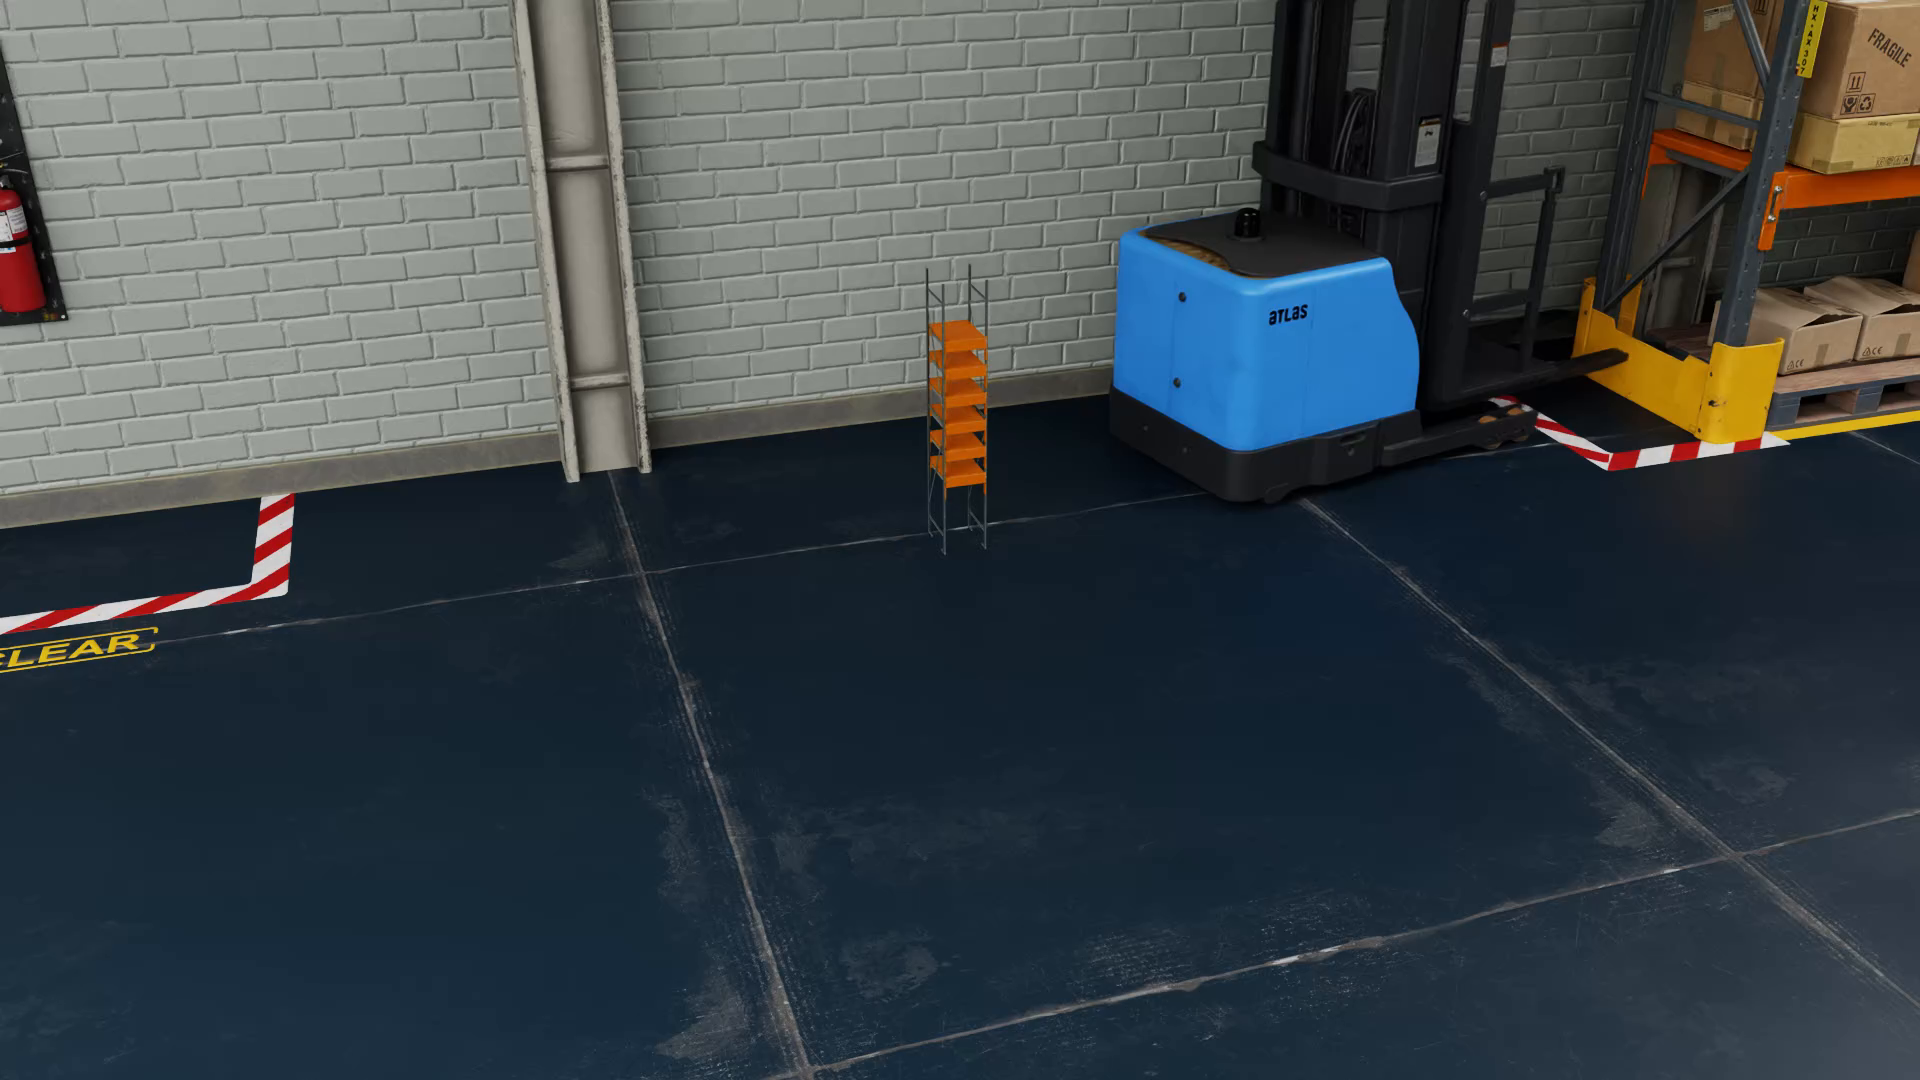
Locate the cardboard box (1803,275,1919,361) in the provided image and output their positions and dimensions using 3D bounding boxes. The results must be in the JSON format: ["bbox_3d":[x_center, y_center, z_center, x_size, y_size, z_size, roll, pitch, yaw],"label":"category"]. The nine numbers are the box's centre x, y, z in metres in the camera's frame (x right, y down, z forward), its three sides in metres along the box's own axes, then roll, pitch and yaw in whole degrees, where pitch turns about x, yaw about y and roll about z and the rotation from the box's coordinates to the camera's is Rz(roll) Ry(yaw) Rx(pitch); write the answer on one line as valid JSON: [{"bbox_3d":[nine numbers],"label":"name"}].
[{"bbox_3d":[4.838,-1.197,8.818,0.500,0.311,0.500,-6,27,-12],"label":"cardboard box"}]

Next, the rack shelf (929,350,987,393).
[{"bbox_3d":[-0.014,-0.711,6.892,0.180,0.103,0.258,-8,28,-16],"label":"rack shelf"}]

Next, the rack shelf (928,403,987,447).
[{"bbox_3d":[-0.014,-0.496,6.999,0.180,0.103,0.258,-8,28,-16],"label":"rack shelf"}]

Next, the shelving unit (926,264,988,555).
[{"bbox_3d":[-0.014,-0.535,6.979,0.189,1.200,0.258,-8,28,-16],"label":"shelving unit"}]

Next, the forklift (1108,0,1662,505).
[{"bbox_3d":[2.260,-1.940,7.862,3.031,2.935,1.130,-15,30,-27],"label":"forklift"}]

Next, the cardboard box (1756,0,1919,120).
[{"bbox_3d":[4.157,-2.285,7.783,0.500,0.500,0.500,-8,28,-16],"label":"cardboard box"}]

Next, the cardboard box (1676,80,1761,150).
[{"bbox_3d":[3.995,-2.157,8.368,0.500,0.250,0.500,-8,27,-15],"label":"cardboard box"}]

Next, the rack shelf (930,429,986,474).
[{"bbox_3d":[-0.014,-0.388,7.052,0.180,0.103,0.258,-8,28,-16],"label":"rack shelf"}]

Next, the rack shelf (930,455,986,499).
[{"bbox_3d":[-0.014,-0.281,7.106,0.180,0.103,0.258,-8,28,-16],"label":"rack shelf"}]

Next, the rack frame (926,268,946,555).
[{"bbox_3d":[-0.101,-0.523,6.954,0.006,1.200,0.240,-8,28,-16],"label":"rack frame"}]

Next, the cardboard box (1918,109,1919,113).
[{"bbox_3d":[4.630,-2.349,7.911,0.500,0.500,0.500,-8,28,-16],"label":"cardboard box"}]

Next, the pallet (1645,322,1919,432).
[{"bbox_3d":[4.466,-0.927,8.881,1.213,0.211,1.003,-8,28,-16],"label":"pallet"}]

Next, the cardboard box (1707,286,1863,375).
[{"bbox_3d":[4.296,-1.119,8.660,0.500,0.311,0.500,-12,29,-22],"label":"cardboard box"}]

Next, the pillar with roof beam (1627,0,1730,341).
[{"bbox_3d":[5.341,-3.398,3.975,0.400,9.000,9.100,-8,28,-16],"label":"pillar with roof beam"}]

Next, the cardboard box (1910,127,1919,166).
[{"bbox_3d":[4.662,-2.021,8.094,0.500,0.250,0.500,-9,28,-18],"label":"cardboard box"}]

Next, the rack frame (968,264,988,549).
[{"bbox_3d":[0.073,-0.548,7.005,0.006,1.200,0.240,-8,28,-16],"label":"rack frame"}]

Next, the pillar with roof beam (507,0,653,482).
[{"bbox_3d":[-0.364,-2.572,2.310,0.400,9.000,9.100,-8,28,-16],"label":"pillar with roof beam"}]

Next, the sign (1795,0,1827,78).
[{"bbox_3d":[3.779,-2.227,7.390,0.005,0.325,0.100,-8,28,-16],"label":"sign"}]

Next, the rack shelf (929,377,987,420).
[{"bbox_3d":[-0.014,-0.603,6.946,0.180,0.103,0.258,-8,28,-16],"label":"rack shelf"}]

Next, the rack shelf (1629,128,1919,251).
[{"bbox_3d":[5.512,-2.022,8.759,4.000,0.370,1.077,-8,28,-16],"label":"rack shelf"}]

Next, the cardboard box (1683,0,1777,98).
[{"bbox_3d":[3.993,-2.501,8.218,0.500,0.500,0.500,-9,28,-17],"label":"cardboard box"}]

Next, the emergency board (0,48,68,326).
[{"bbox_3d":[-4.058,-1.381,6.658,0.643,1.169,0.194,-8,28,-16],"label":"emergency board"}]

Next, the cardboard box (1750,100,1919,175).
[{"bbox_3d":[4.173,-1.944,7.938,0.500,0.250,0.500,-9,28,-18],"label":"cardboard box"}]

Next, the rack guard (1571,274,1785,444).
[{"bbox_3d":[3.683,-0.960,8.621,0.348,0.500,1.175,-8,28,-16],"label":"rack guard"}]

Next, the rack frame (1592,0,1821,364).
[{"bbox_3d":[3.610,-2.069,8.044,0.127,3.000,1.000,-8,28,-16],"label":"rack frame"}]

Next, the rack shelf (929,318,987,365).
[{"bbox_3d":[-0.014,-0.818,6.839,0.180,0.103,0.258,-8,28,-16],"label":"rack shelf"}]

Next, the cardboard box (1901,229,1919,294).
[{"bbox_3d":[5.551,-1.362,8.937,0.500,0.500,0.700,-10,28,-19],"label":"cardboard box"}]
